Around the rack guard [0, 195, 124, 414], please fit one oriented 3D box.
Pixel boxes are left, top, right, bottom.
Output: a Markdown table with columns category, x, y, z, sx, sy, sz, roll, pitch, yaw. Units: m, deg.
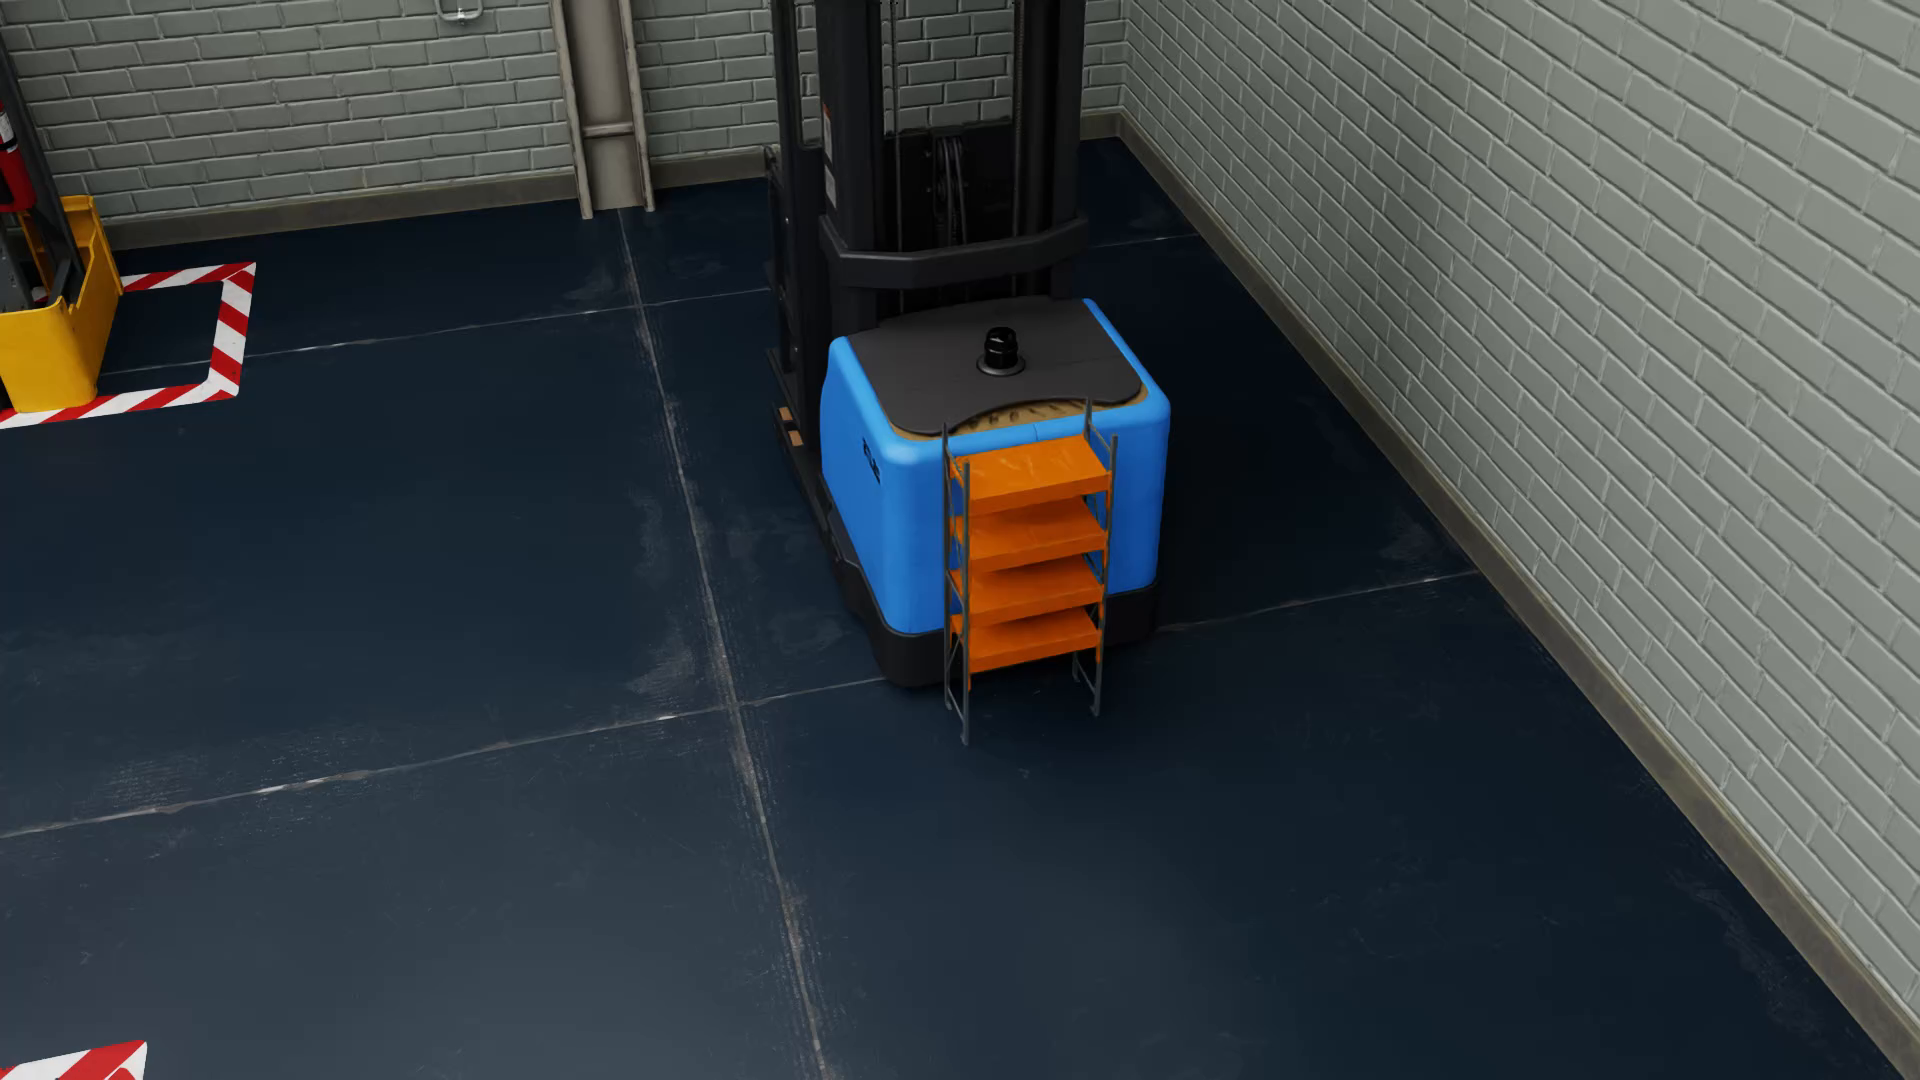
| category | x | y | z | sx | sy | sz | roll | pitch | yaw |
| --- | --- | --- | --- | --- | --- | --- | --- | --- | --- |
| rack guard | -4.253 | -1.129 | 7.815 | 0.348 | 0.500 | 1.175 | -9 | 38 | -12 |

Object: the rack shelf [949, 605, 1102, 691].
| category | x | y | z | sx | sy | sz | roll | pitch | yaw |
| --- | --- | --- | --- | --- | --- | --- | --- | --- | --- |
| rack shelf | 0.219 | 0.339 | 5.756 | 0.480 | 0.148 | 0.258 | -11 | 39 | -14 |

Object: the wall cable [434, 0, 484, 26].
| category | x | y | z | sx | sy | sz | roll | pitch | yaw |
| --- | --- | --- | --- | --- | --- | --- | --- | --- | --- |
| wall cable | -3.287 | -3.279 | 7.732 | 1.851 | 1.984 | 0.084 | -9 | 38 | -12 |

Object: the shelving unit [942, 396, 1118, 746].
| category | x | y | z | sx | sy | sz | roll | pitch | yaw |
| --- | --- | --- | --- | --- | --- | --- | --- | --- | --- |
| shelving unit | 0.219 | 0.128 | 5.595 | 0.503 | 1.200 | 0.258 | -11 | 39 | -14 |

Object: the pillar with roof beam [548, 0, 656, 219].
| category | x | y | z | sx | sy | sz | roll | pitch | yaw |
| --- | --- | --- | --- | --- | --- | --- | --- | --- | --- |
| pillar with roof beam | -0.773 | -2.911 | 3.149 | 0.400 | 9.000 | 9.100 | -9 | 38 | -12 |

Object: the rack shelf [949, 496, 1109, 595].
| category | x | y | z | sx | sy | sz | roll | pitch | yaw |
| --- | --- | --- | --- | --- | --- | --- | --- | --- | --- |
| rack shelf | 0.219 | 0.003 | 5.500 | 0.480 | 0.148 | 0.258 | -11 | 39 | -14 |

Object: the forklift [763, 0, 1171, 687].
| category | x | y | z | sx | sy | sz | roll | pitch | yaw |
| --- | --- | --- | --- | --- | --- | --- | --- | --- | --- |
| forklift | -0.191 | -1.537 | 6.347 | 1.130 | 2.935 | 3.031 | -11 | 39 | -14 |

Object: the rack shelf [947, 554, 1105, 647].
| category | x | y | z | sx | sy | sz | roll | pitch | yaw |
| --- | --- | --- | --- | --- | --- | --- | --- | --- | --- |
| rack shelf | 0.219 | 0.181 | 5.636 | 0.480 | 0.148 | 0.258 | -11 | 39 | -14 |

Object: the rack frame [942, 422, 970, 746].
| category | x | y | z | sx | sy | sz | roll | pitch | yaw |
| --- | --- | --- | --- | --- | --- | --- | --- | --- | --- |
| rack frame | -0.013 | 0.173 | 5.536 | 0.015 | 1.200 | 0.240 | -11 | 39 | -14 |

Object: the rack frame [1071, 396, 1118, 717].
| category | x | y | z | sx | sy | sz | roll | pitch | yaw |
| --- | --- | --- | --- | --- | --- | --- | --- | --- | --- |
| rack frame | 0.451 | 0.082 | 5.654 | 0.015 | 1.200 | 0.240 | -11 | 39 | -14 |

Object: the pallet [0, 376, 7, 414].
| category | x | y | z | sx | sy | sz | roll | pitch | yaw |
| --- | --- | --- | --- | --- | --- | --- | --- | --- | --- |
| pallet | -5.028 | -0.838 | 7.672 | 1.213 | 0.211 | 1.003 | -9 | 38 | -12 |

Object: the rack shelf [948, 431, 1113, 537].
| category | x | y | z | sx | sy | sz | roll | pitch | yaw |
| --- | --- | --- | --- | --- | --- | --- | --- | --- | --- |
| rack shelf | 0.219 | -0.185 | 5.357 | 0.480 | 0.148 | 0.258 | -11 | 39 | -14 |

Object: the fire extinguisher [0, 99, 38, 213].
| category | x | y | z | sx | sy | sz | roll | pitch | yaw |
| --- | --- | --- | --- | --- | --- | --- | --- | --- | --- |
| fire extinguisher | -4.011 | -1.693 | 6.864 | 0.183 | 0.674 | 0.296 | -9 | 38 | -12 |

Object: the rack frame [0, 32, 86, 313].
| category | x | y | z | sx | sy | sz | roll | pitch | yaw |
| --- | --- | --- | --- | --- | --- | --- | --- | --- | --- |
| rack frame | -4.277 | -2.118 | 7.050 | 0.127 | 3.000 | 1.000 | -9 | 38 | -12 |
